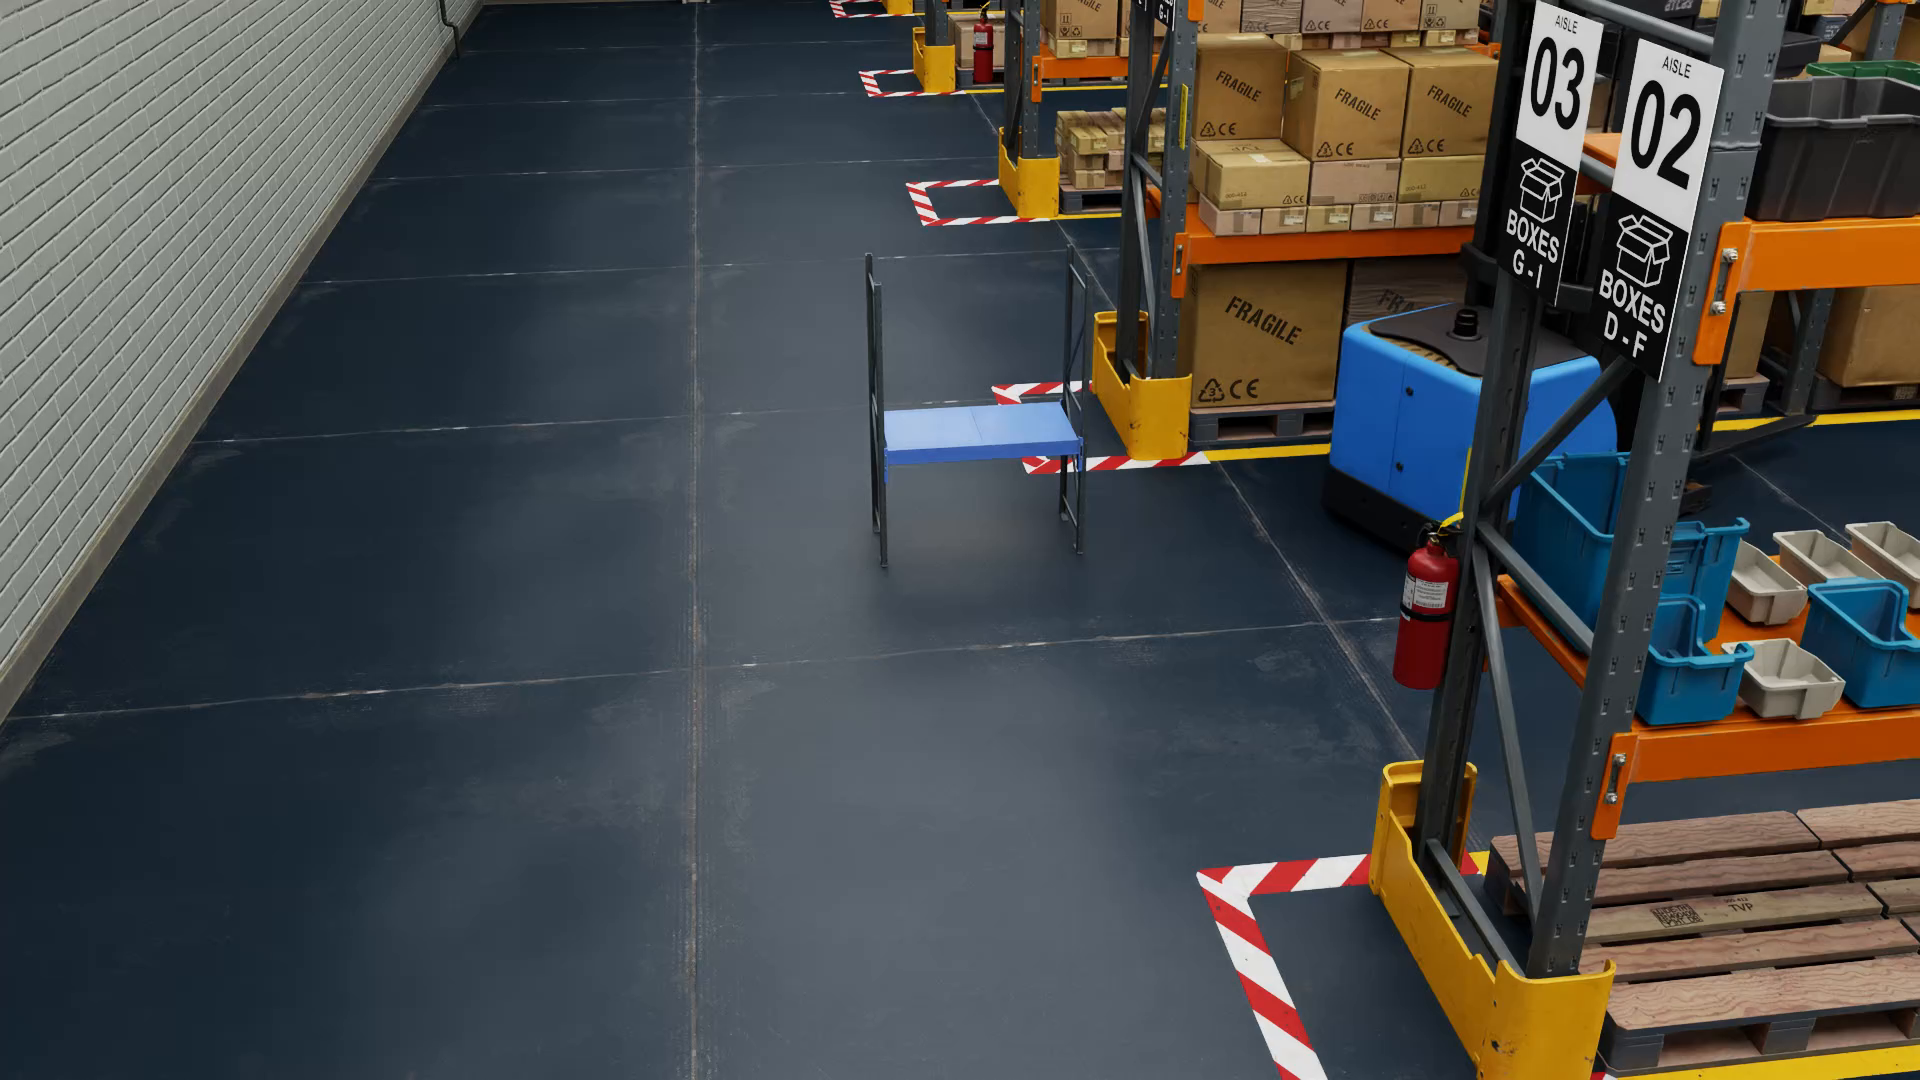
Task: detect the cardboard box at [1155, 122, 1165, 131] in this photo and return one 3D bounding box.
[{"bbox_3d":[1.840,-3.460,14.219,0.250,0.149,0.380,-5,28,-10],"label":"cardboard box"}]

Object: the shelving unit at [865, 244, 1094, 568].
[{"bbox_3d":[0.084,-0.673,8.418,1.048,1.500,0.538,-4,27,-7],"label":"shelving unit"}]

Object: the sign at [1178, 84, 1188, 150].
[{"bbox_3d":[1.178,-2.234,8.784,0.005,0.325,0.100,-4,27,-7],"label":"sign"}]

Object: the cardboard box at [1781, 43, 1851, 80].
[{"bbox_3d":[4.650,-2.569,9.488,0.500,0.500,0.500,-3,27,-6],"label":"cardboard box"}]

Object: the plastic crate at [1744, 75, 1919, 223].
[{"bbox_3d":[2.217,-1.001,4.273,0.590,0.269,0.497,-4,27,-7],"label":"plastic crate"}]

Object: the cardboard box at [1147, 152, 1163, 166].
[{"bbox_3d":[1.580,-3.329,14.290,0.250,0.149,0.380,-3,27,-6],"label":"cardboard box"}]

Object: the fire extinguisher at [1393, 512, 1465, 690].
[{"bbox_3d":[1.584,0.178,5.610,0.183,0.674,0.296,-4,27,-7],"label":"fire extinguisher"}]

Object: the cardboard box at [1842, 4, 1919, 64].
[{"bbox_3d":[5.699,-2.855,9.820,0.637,0.503,0.797,-4,27,-8],"label":"cardboard box"}]

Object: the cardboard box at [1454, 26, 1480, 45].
[{"bbox_3d":[4.227,-4.333,14.183,0.250,0.149,0.380,-4,27,-8],"label":"cardboard box"}]

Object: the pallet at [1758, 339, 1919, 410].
[{"bbox_3d":[5.822,-1.162,10.784,1.213,0.211,1.003,-4,27,-7],"label":"pallet"}]

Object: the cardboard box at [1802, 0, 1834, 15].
[{"bbox_3d":[7.266,-4.613,14.270,0.250,0.149,0.380,-4,27,-8],"label":"cardboard box"}]

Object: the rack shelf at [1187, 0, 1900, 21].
[{"bbox_3d":[3.088,-3.207,9.217,4.000,0.370,1.077,-4,27,-7],"label":"rack shelf"}]

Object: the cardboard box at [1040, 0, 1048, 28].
[{"bbox_3d":[0.925,-4.636,14.063,0.500,0.500,0.500,-3,27,-6],"label":"cardboard box"}]

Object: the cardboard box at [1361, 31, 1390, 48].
[{"bbox_3d":[3.449,-4.292,14.103,0.250,0.149,0.380,-4,27,-9],"label":"cardboard box"}]

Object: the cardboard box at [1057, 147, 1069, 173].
[{"bbox_3d":[1.008,-3.360,14.676,0.250,0.149,0.380,-3,27,-6],"label":"cardboard box"}]

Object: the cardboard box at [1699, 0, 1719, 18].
[{"bbox_3d":[6.224,-4.546,14.139,0.250,0.149,0.380,-4,27,-8],"label":"cardboard box"}]

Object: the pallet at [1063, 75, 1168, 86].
[{"bbox_3d":[1.713,-5.467,19.173,1.213,0.211,1.003,-4,27,-7],"label":"pallet"}]

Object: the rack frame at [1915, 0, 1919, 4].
[{"bbox_3d":[8.438,-4.823,14.863,0.127,3.000,1.000,-4,27,-7],"label":"rack frame"}]

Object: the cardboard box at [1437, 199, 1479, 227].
[{"bbox_3d":[2.778,-1.910,9.461,0.250,0.149,0.380,-4,27,-8],"label":"cardboard box"}]

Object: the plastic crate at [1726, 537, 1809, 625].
[{"bbox_3d":[2.579,0.131,5.433,0.243,0.136,0.396,-4,27,-7],"label":"plastic crate"}]

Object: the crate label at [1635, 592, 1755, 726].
[{"bbox_3d":[2.087,0.355,4.891,0.303,0.233,0.416,-4,27,-7],"label":"crate label"}]

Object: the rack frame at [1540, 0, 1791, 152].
[{"bbox_3d":[1.797,-2.495,3.756,0.127,3.000,1.000,-4,27,-7],"label":"rack frame"}]

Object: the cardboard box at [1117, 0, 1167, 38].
[{"bbox_3d":[1.526,-4.440,13.682,0.500,0.500,0.500,-4,27,-7],"label":"cardboard box"}]

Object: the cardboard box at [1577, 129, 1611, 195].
[{"bbox_3d":[3.650,-2.172,9.536,0.500,0.250,0.500,-3,27,-6],"label":"cardboard box"}]

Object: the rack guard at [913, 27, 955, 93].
[{"bbox_3d":[-0.297,-5.432,18.788,0.348,0.500,1.175,-4,27,-7],"label":"rack guard"}]

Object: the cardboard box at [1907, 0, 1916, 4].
[{"bbox_3d":[8.014,-4.659,14.359,0.250,0.149,0.380,-3,27,-6],"label":"cardboard box"}]

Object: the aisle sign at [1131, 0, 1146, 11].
[{"bbox_3d":[0.994,-3.353,9.151,0.004,0.787,0.394,-4,27,-7],"label":"aisle sign"}]

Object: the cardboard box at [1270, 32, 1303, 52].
[{"bbox_3d":[2.689,-4.201,13.926,0.250,0.149,0.380,-3,27,-6],"label":"cardboard box"}]

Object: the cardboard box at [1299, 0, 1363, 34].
[{"bbox_3d":[3.030,-4.523,13.844,0.500,0.500,0.500,-4,27,-7],"label":"cardboard box"}]

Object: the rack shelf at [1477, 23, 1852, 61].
[{"bbox_3d":[6.458,-4.375,14.780,4.000,0.370,1.077,-4,27,-7],"label":"rack shelf"}]

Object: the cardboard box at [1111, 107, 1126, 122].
[{"bbox_3d":[1.501,-3.709,14.704,0.250,0.149,0.380,-4,27,-8],"label":"cardboard box"}]

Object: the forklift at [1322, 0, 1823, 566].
[{"bbox_3d":[3.491,-1.599,8.655,3.031,2.935,1.130,-15,31,-26],"label":"forklift"}]

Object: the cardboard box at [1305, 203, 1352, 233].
[{"bbox_3d":[2.012,-1.860,9.365,0.250,0.149,0.380,-4,27,-8],"label":"cardboard box"}]

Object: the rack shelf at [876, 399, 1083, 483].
[{"bbox_3d":[0.084,-0.513,8.500,1.000,0.185,0.538,-4,27,-7],"label":"rack shelf"}]

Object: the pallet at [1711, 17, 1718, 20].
[{"bbox_3d":[6.484,-4.593,14.626,1.213,0.211,1.003,-4,27,-7],"label":"pallet"}]

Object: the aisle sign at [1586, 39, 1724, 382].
[{"bbox_3d":[1.767,-0.844,4.261,0.004,0.787,0.394,-4,27,-7],"label":"aisle sign"}]

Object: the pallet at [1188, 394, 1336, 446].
[{"bbox_3d":[1.888,-0.911,10.294,1.213,0.211,1.003,-4,27,-7],"label":"pallet"}]

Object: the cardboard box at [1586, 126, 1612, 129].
[{"bbox_3d":[3.561,-2.409,9.997,0.500,0.250,0.500,-3,27,-6],"label":"cardboard box"}]

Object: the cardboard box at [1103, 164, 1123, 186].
[{"bbox_3d":[1.327,-3.175,14.314,0.250,0.149,0.380,-4,27,-7],"label":"cardboard box"}]

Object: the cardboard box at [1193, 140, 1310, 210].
[{"bbox_3d":[1.620,-2.039,9.277,0.500,0.250,0.500,-4,27,-8],"label":"cardboard box"}]

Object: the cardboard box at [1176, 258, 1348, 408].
[{"bbox_3d":[1.730,-1.384,10.028,0.875,0.875,0.875,-4,27,-7],"label":"cardboard box"}]

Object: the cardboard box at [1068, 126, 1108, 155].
[{"bbox_3d":[1.082,-3.377,14.056,0.250,0.149,0.380,-5,28,-9],"label":"cardboard box"}]

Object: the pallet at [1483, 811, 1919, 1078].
[{"bbox_3d":[2.619,1.380,5.830,1.213,0.211,1.003,-4,27,-7],"label":"pallet"}]

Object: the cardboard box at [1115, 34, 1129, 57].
[{"bbox_3d":[1.403,-4.102,13.735,0.250,0.149,0.380,-4,27,-9],"label":"cardboard box"}]

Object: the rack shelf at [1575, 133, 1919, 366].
[{"bbox_3d":[3.778,-0.968,4.853,4.000,0.370,1.077,-4,27,-7],"label":"rack shelf"}]
